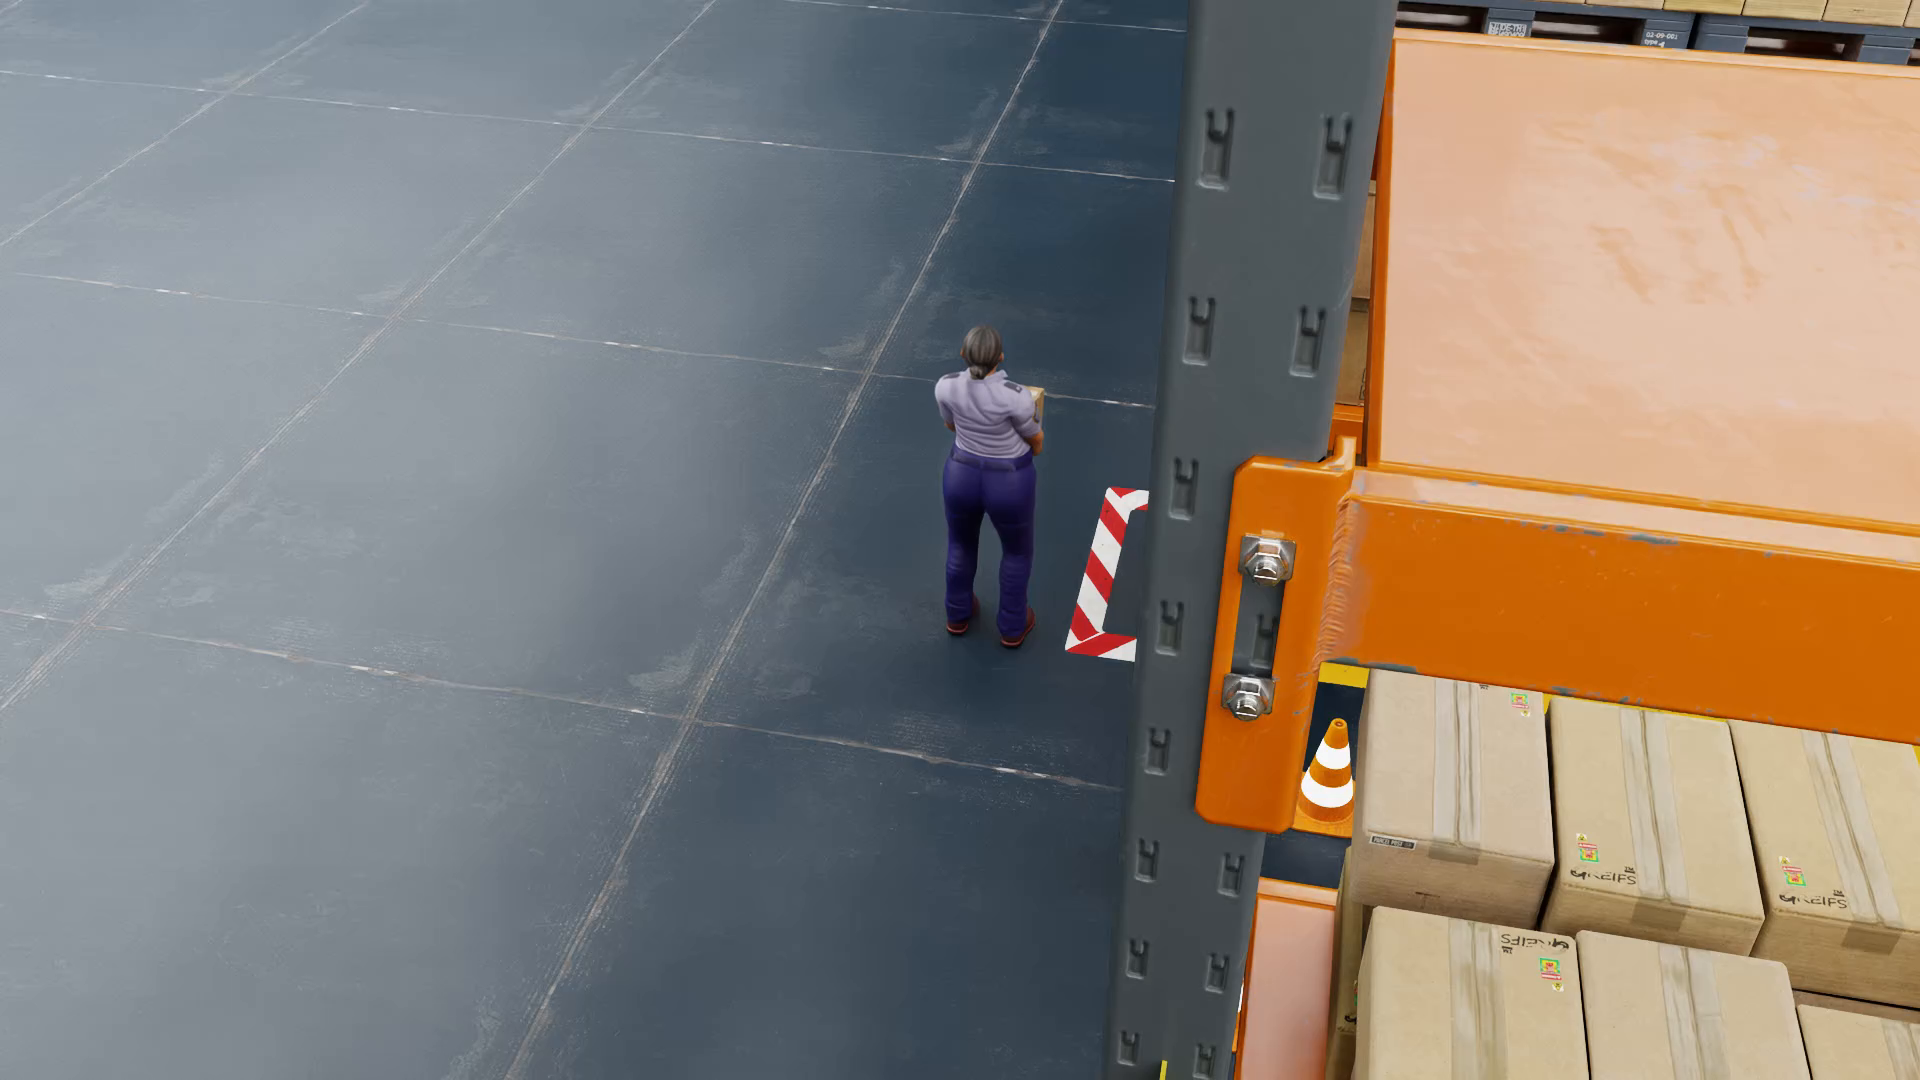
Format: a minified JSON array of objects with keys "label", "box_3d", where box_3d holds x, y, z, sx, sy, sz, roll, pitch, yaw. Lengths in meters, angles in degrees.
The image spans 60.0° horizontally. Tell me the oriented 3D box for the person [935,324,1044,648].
[{"label":"person","box_3d":[0.151,-0.290,7.374,0.453,1.637,0.517,11,38,15]}]
